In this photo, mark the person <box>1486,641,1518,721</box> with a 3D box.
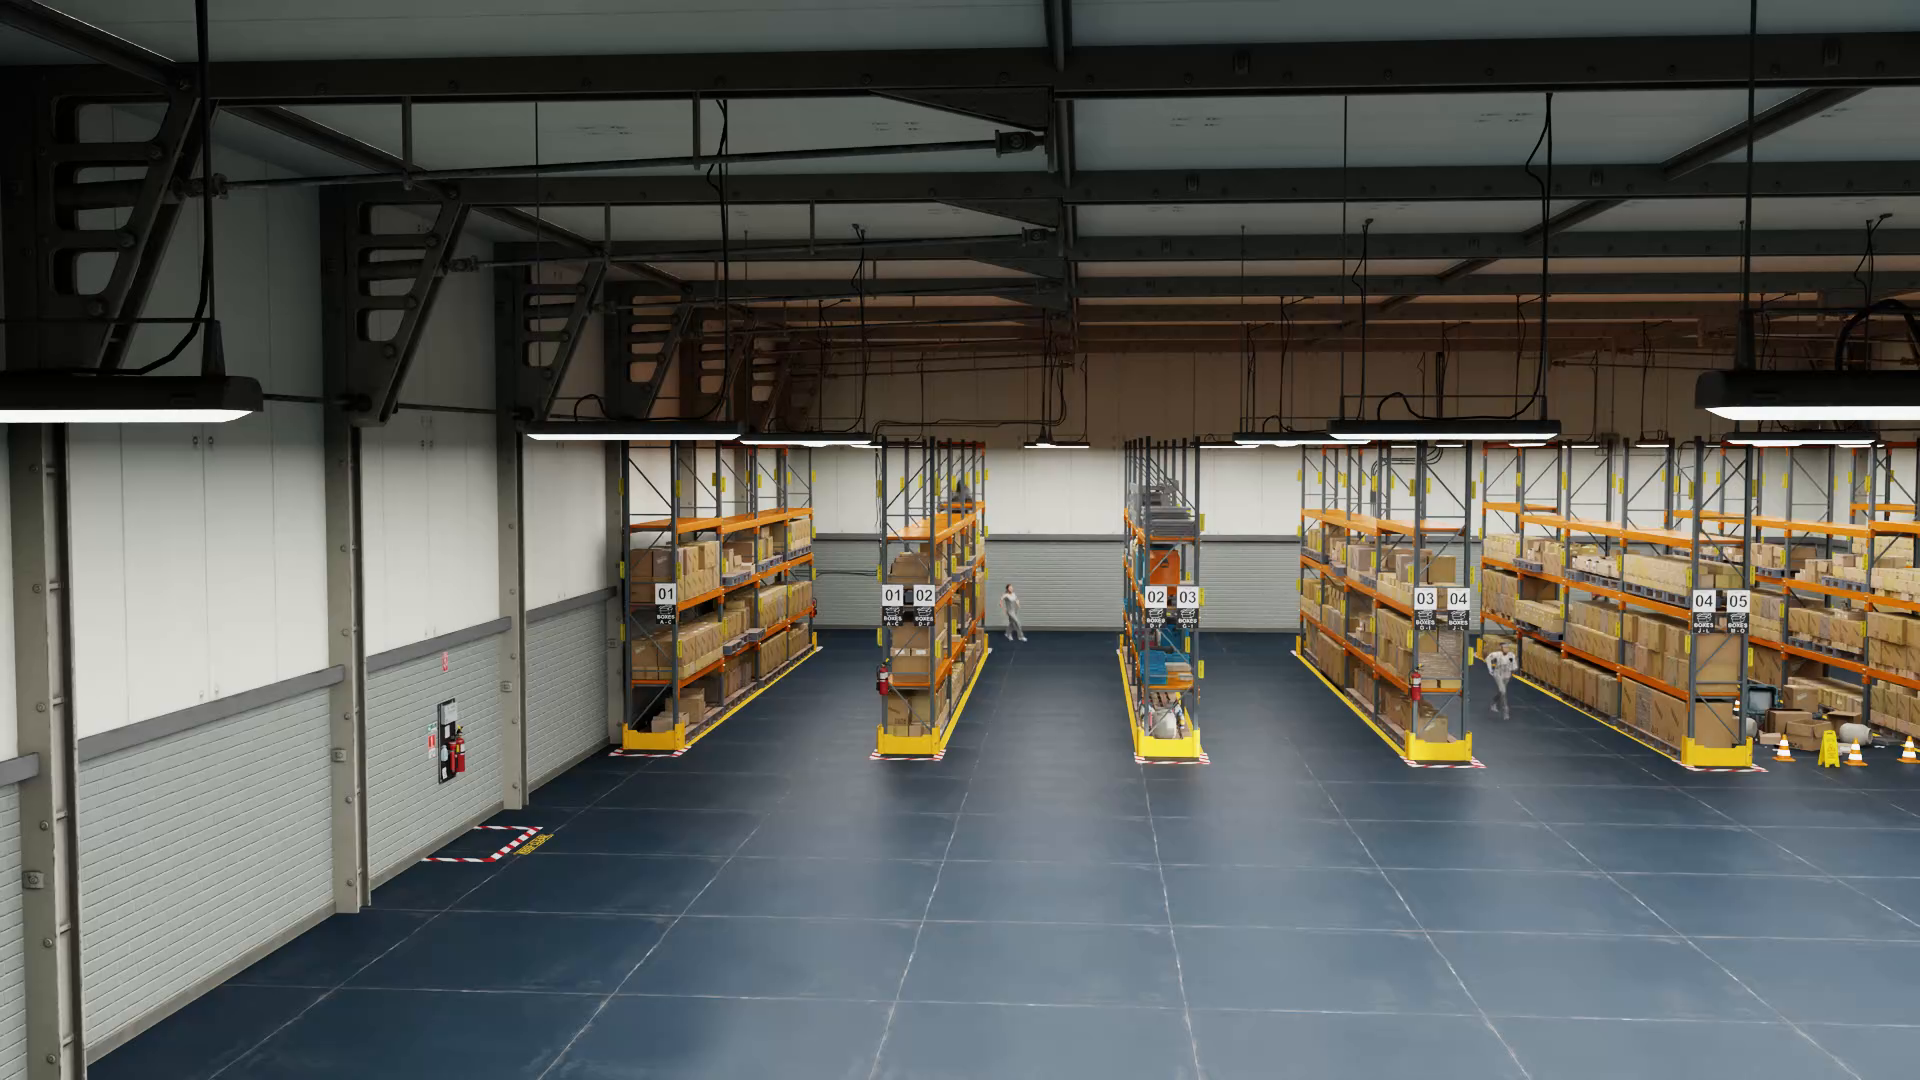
[{"bbox_3d":[11.643,2.988,35.783,0.613,1.697,0.984,0,3,-7],"label":"person"}]

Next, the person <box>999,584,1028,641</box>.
[{"bbox_3d":[1.491,2.107,47.821,0.622,1.666,0.927,-3,4,-44],"label":"person"}]

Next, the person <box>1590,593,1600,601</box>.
[{"bbox_3d":[18.095,2.319,47.401,0.660,1.737,0.684,0,3,6],"label":"person"}]
